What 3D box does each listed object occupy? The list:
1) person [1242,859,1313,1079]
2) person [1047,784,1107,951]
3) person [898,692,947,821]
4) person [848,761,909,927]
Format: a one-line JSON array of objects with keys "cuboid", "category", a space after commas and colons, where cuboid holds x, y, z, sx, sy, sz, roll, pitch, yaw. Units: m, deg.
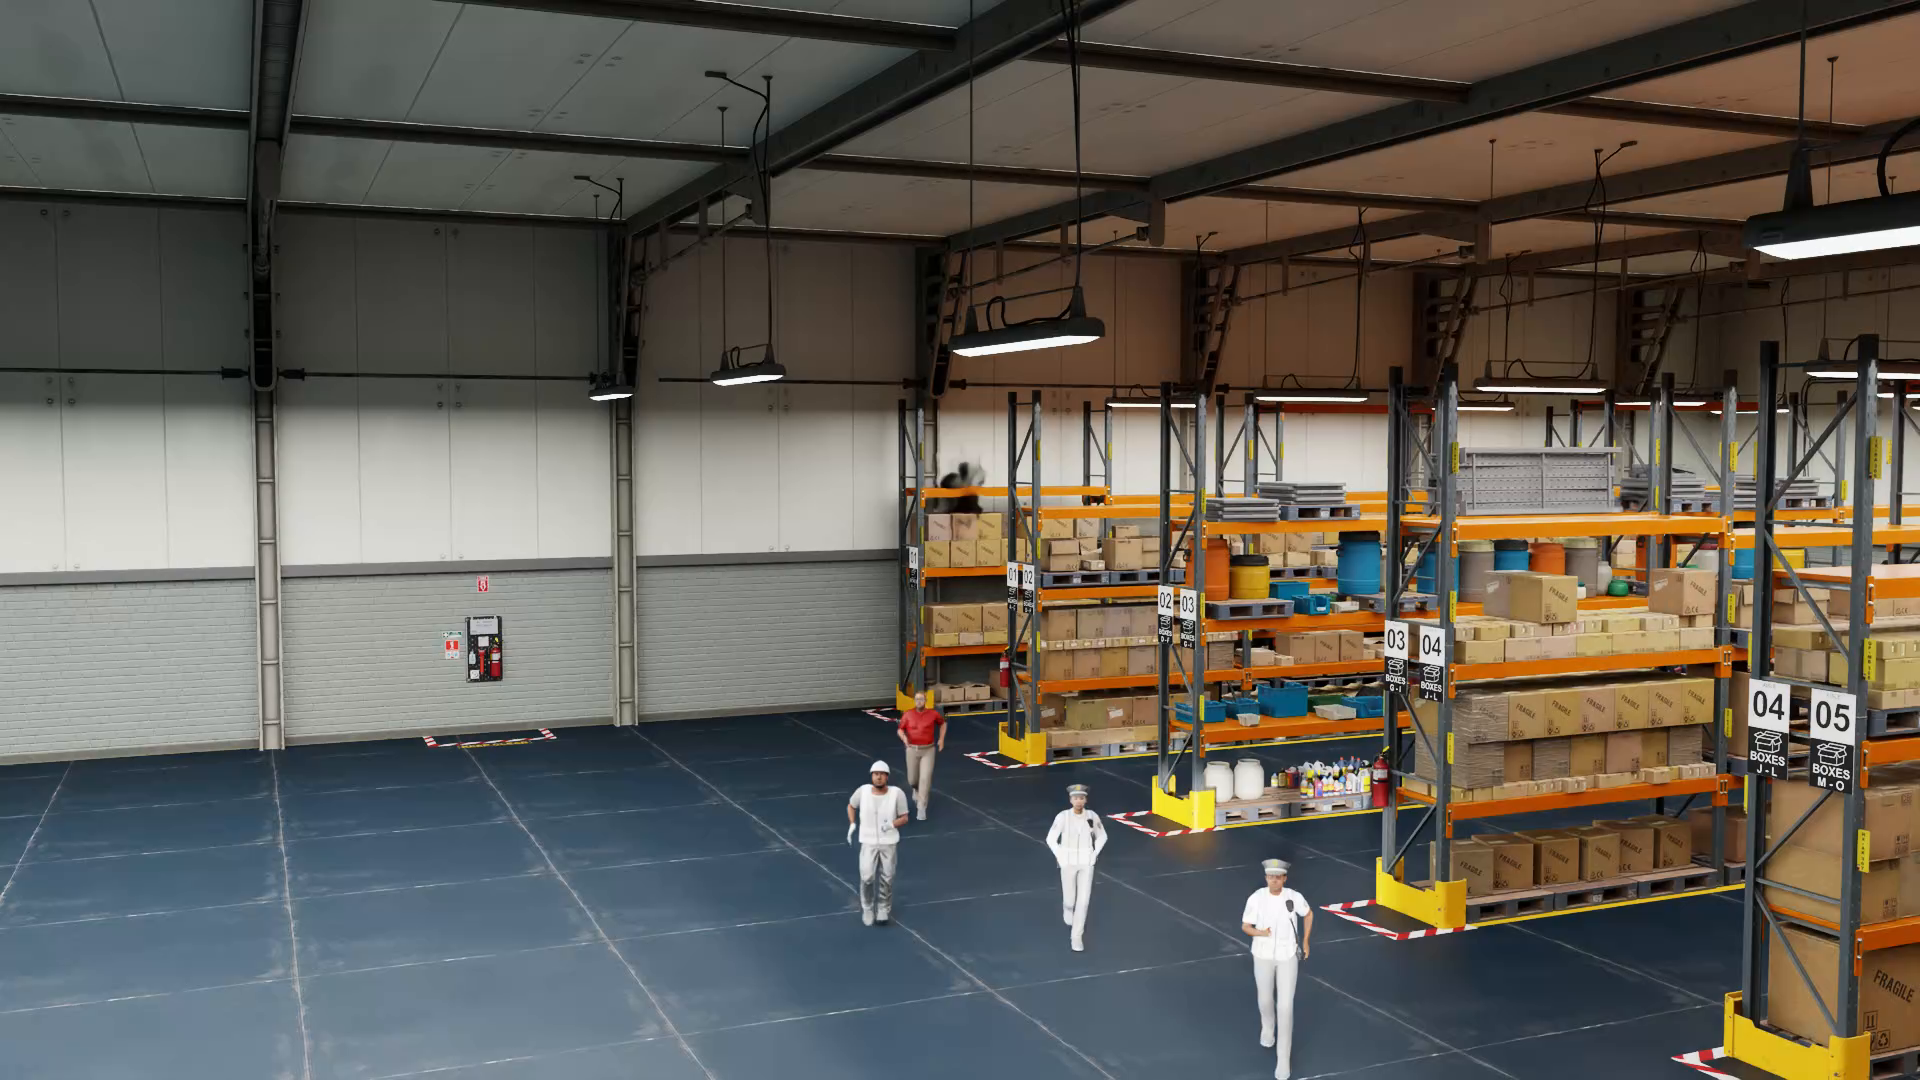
[{"cuboid": [2.632, 3.488, 13.830, 0.561, 1.724, 0.876, 1, 3, 16], "category": "person"}, {"cuboid": [1.211, 3.322, 17.133, 0.631, 1.659, 0.729, 0, 3, -2], "category": "person"}, {"cuboid": [-0.542, 2.964, 23.116, 0.657, 1.708, 0.965, 0, 3, 4], "category": "person"}, {"cuboid": [-0.873, 3.235, 17.687, 0.662, 1.764, 0.683, 0, 3, -1], "category": "person"}]
